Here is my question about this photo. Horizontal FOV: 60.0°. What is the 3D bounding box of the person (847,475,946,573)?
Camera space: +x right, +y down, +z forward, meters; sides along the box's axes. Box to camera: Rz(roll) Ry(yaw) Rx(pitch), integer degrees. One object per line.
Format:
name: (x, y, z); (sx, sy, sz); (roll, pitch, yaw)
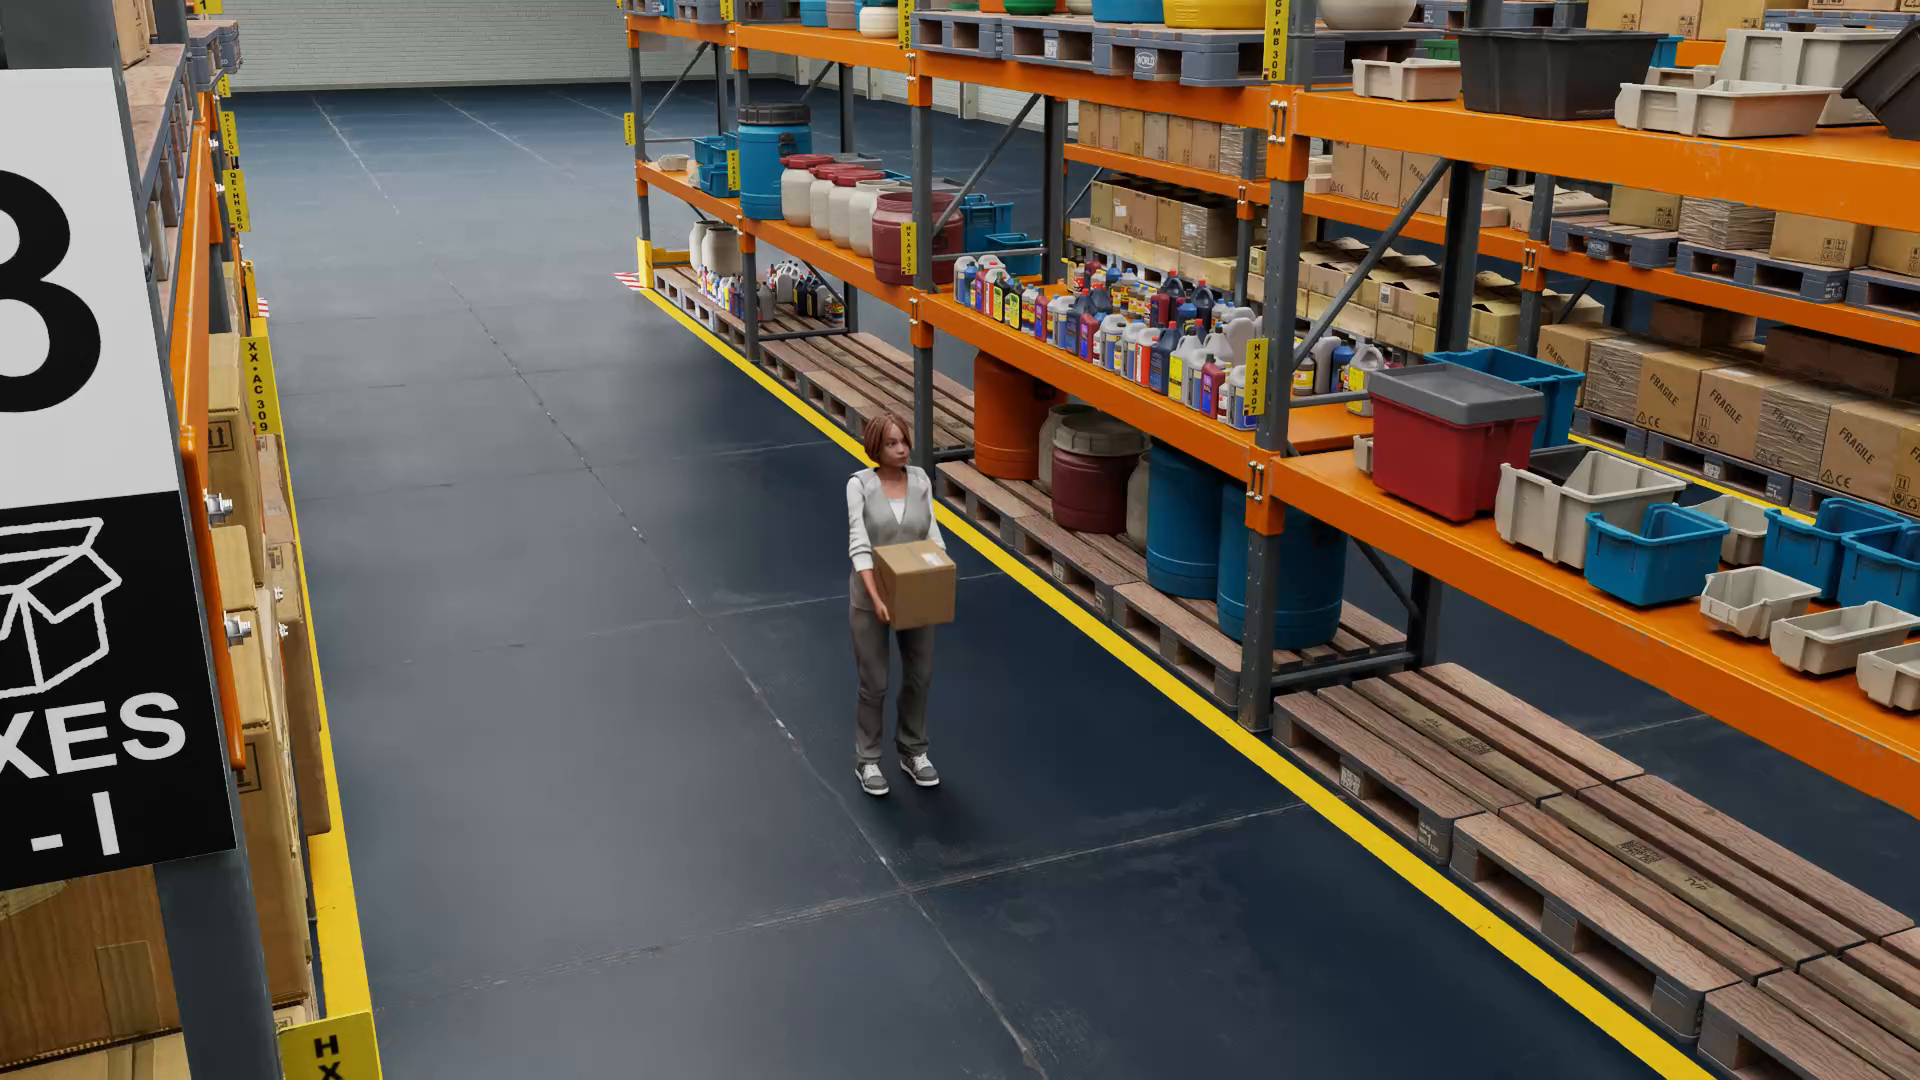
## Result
person: (-0.274, 0.000, 6.736); (0.408, 0.542, 0.317); (-8, 21, -22)
